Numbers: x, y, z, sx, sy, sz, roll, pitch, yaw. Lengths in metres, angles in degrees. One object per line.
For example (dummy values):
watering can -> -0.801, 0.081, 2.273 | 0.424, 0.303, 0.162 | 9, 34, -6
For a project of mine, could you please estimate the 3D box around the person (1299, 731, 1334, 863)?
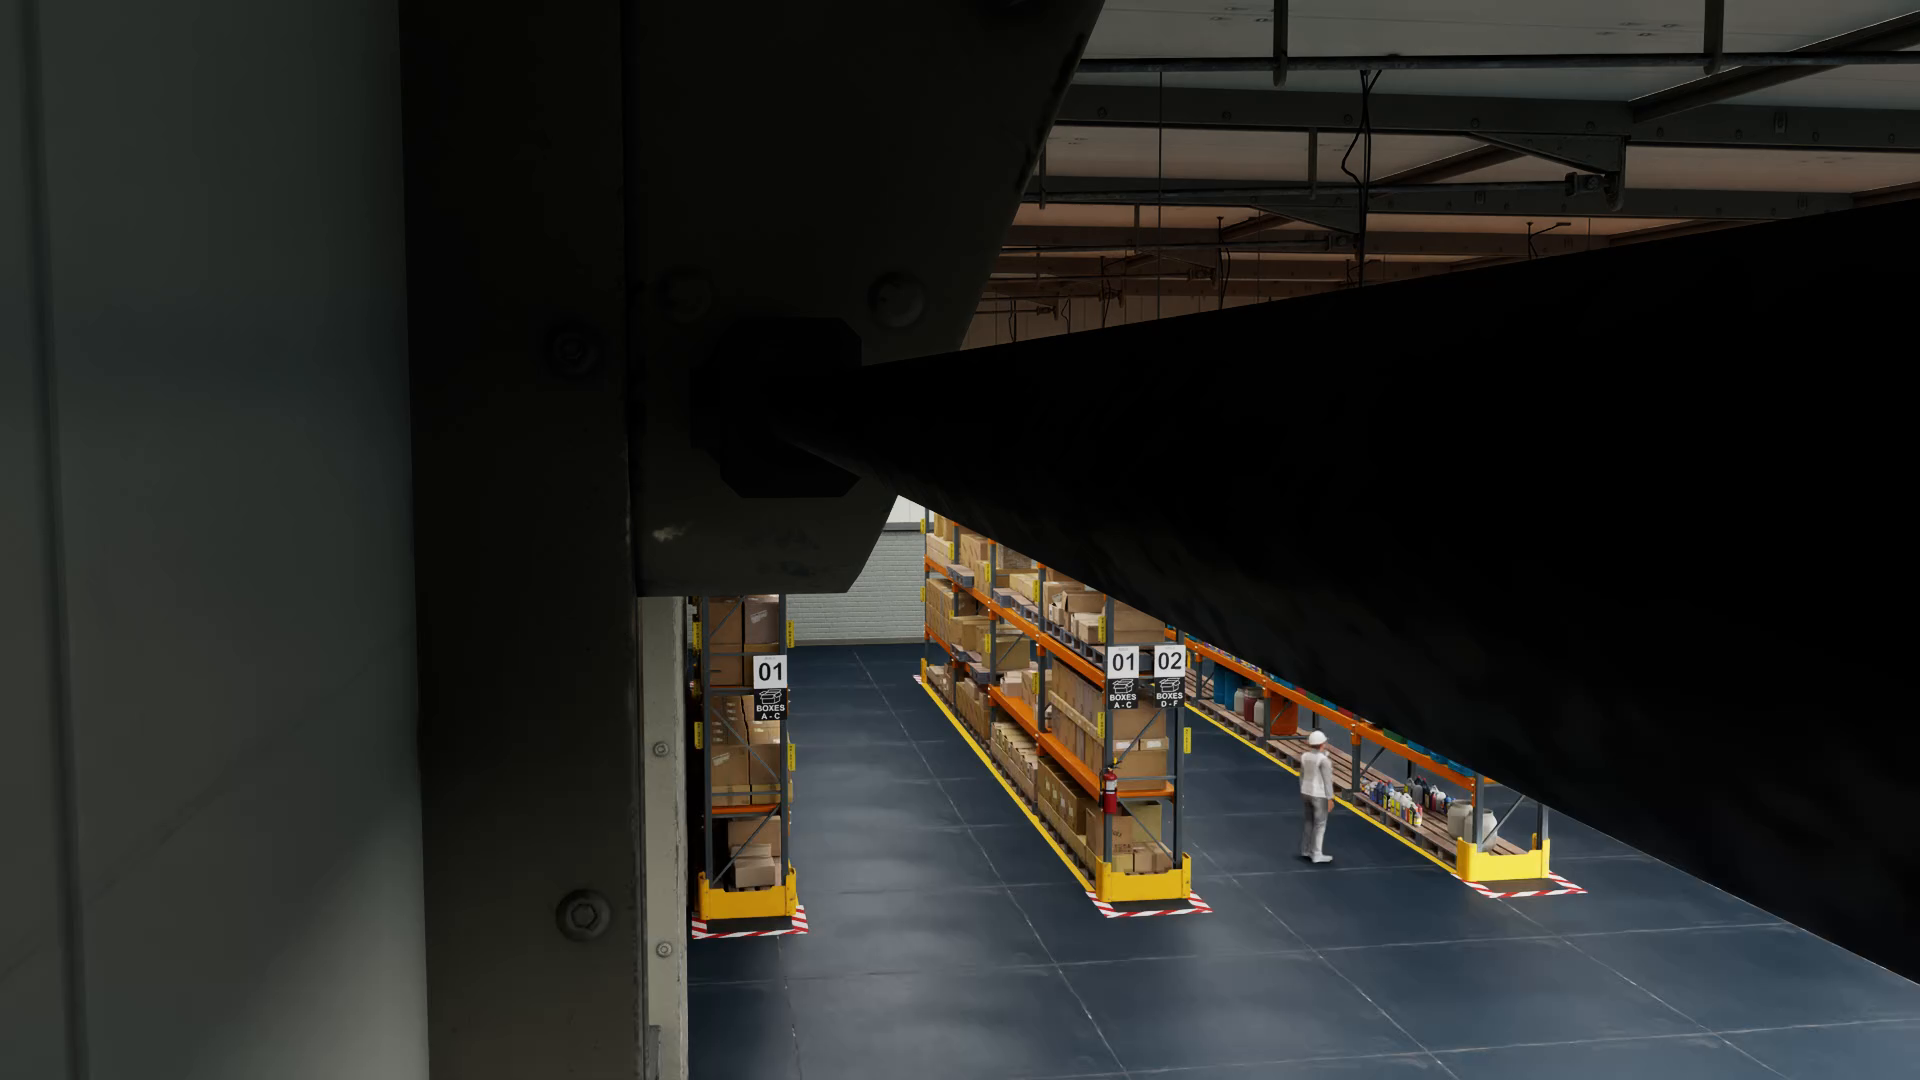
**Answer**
person -> 4.862, 3.488, 22.534 | 0.408, 1.813, 0.601 | -3, 6, -28

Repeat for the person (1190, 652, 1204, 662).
person -> 5.471, 2.057, 39.323 | 0.547, 1.651, 0.385 | -1, 5, -9
